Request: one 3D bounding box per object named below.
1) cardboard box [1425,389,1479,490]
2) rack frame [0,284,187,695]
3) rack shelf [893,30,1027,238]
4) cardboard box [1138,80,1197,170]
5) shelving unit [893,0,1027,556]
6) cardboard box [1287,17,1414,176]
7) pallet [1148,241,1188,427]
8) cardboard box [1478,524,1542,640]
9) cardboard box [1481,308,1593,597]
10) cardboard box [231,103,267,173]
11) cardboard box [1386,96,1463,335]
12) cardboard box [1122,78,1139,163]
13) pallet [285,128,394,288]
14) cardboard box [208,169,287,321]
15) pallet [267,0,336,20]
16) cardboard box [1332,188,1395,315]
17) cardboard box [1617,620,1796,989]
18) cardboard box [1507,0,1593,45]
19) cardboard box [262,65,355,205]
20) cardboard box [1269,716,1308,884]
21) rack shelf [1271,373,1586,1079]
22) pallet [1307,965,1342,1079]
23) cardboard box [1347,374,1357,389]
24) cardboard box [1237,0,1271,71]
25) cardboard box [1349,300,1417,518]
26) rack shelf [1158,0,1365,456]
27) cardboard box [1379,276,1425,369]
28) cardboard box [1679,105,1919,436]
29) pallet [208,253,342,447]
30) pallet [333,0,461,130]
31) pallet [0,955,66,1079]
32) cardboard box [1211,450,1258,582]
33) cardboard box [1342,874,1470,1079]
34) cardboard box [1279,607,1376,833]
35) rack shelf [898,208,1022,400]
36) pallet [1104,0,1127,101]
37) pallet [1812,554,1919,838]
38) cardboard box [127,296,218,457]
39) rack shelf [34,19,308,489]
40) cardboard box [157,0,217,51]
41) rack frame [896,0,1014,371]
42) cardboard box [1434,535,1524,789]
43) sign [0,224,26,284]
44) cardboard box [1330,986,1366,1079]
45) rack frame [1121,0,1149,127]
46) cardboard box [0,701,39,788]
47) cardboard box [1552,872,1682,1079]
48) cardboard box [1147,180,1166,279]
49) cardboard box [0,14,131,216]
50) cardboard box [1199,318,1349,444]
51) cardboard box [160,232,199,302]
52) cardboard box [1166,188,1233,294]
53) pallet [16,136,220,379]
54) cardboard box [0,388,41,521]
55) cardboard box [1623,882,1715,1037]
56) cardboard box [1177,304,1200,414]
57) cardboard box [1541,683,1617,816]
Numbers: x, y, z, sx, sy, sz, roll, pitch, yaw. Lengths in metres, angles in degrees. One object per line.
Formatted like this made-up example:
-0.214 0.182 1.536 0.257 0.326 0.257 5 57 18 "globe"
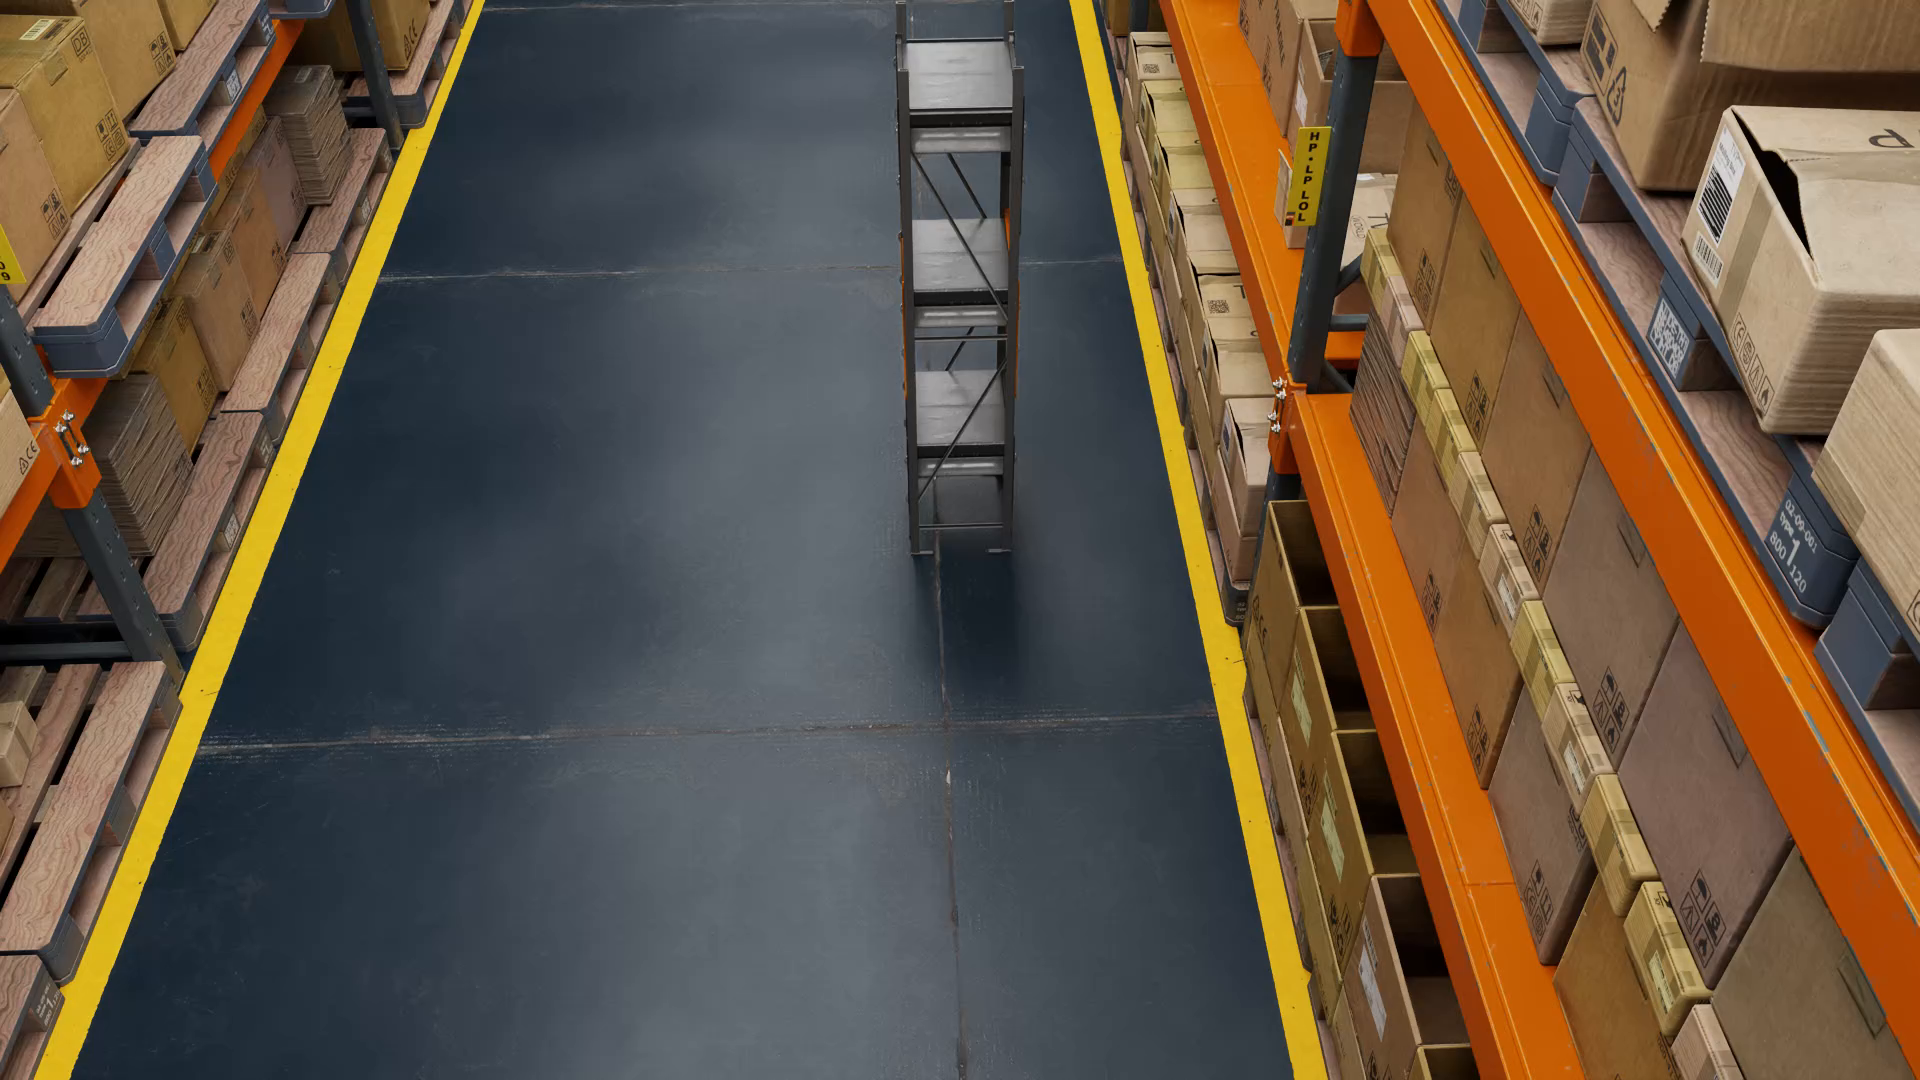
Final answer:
1.422 -0.260 4.260 0.380 0.149 0.250 -2 43 -2 "cardboard box"
-3.381 -0.547 5.127 1.000 3.000 0.127 -2 43 -2 "rack frame"
-0.007 -1.392 5.699 0.431 0.518 0.480 -2 43 -2 "rack shelf"
1.158 -2.024 8.047 0.500 0.311 0.500 -3 43 -3 "cardboard box"
-0.007 -0.886 6.162 0.431 2.100 0.503 -2 43 -2 "shelving unit"
1.529 -1.603 6.205 0.500 0.500 0.500 1 43 1 "cardboard box"
1.443 -0.986 7.669 1.003 0.211 1.213 -2 43 -2 "pallet"
1.445 0.089 3.879 0.380 0.149 0.250 -3 43 -3 "cardboard box"
1.636 -0.228 3.745 0.700 0.500 0.500 -2 43 -2 "cardboard box"
-3.507 -1.894 7.565 0.500 0.250 0.500 -1 43 -1 "cardboard box"
1.593 -0.908 4.486 0.700 0.500 0.500 -1 43 -2 "cardboard box"
1.127 -2.171 8.623 0.500 0.250 0.500 -2 43 -2 "cardboard box"
-3.519 -1.692 8.440 1.003 0.211 1.213 -2 43 -2 "pallet"
-3.513 -1.318 7.492 0.700 0.500 0.500 -2 43 -2 "cardboard box"
-3.414 -2.699 7.616 1.213 0.211 1.003 -2 43 -2 "pallet"
1.503 -0.968 5.697 0.500 0.250 0.500 1 43 1 "cardboard box"
1.678 0.447 3.008 0.700 0.500 0.500 -1 43 -2 "cardboard box"
1.349 -1.259 3.335 0.500 0.311 0.500 -4 43 -4 "cardboard box"
-3.468 -2.004 8.240 0.700 0.500 0.500 -1 43 -1 "cardboard box"
1.301 0.826 5.353 0.500 0.250 0.500 -2 43 -2 "cardboard box"
1.653 0.923 4.055 1.077 0.370 4.000 -2 43 -2 "rack shelf"
1.615 1.700 4.739 1.003 0.211 1.213 -2 43 -2 "pallet"
1.783 -0.664 6.564 0.500 0.311 0.500 -2 43 -2 "cardboard box"
1.486 -2.297 6.962 0.500 0.500 0.500 -4 43 -4 "cardboard box"
1.593 -0.429 4.925 0.700 0.500 0.500 -3 43 -3 "cardboard box"
1.483 -1.777 7.001 1.077 0.370 4.000 -2 43 -2 "rack shelf"
1.397 -0.612 4.643 0.380 0.149 0.250 -1 43 -1 "cardboard box"
1.402 -0.416 2.416 0.500 0.311 0.500 3 43 3 "cardboard box"
-3.471 -0.870 7.543 1.003 0.211 1.213 -2 43 -2 "pallet"
-3.509 -2.754 9.598 1.003 0.211 1.213 -2 43 -2 "pallet"
-3.263 1.759 4.675 1.003 0.211 1.213 -2 43 -2 "pallet"
1.261 -0.105 6.368 0.500 0.250 0.500 -2 43 -2 "cardboard box"
1.341 1.225 4.363 0.500 0.500 0.500 -2 43 -2 "cardboard box"
1.304 0.550 5.099 0.500 0.500 0.500 -2 43 -2 "cardboard box"
-0.007 -0.876 6.172 0.431 0.518 0.480 -2 43 -2 "rack shelf"
1.404 -2.869 9.724 1.003 0.211 1.213 -2 43 -2 "pallet"
1.734 0.457 1.877 1.003 0.211 1.213 -2 43 -2 "pallet"
-3.501 -0.632 6.744 0.700 0.500 0.500 -2 43 -3 "cardboard box"
-3.466 -1.632 6.843 1.077 0.370 4.000 -2 43 -2 "rack shelf"
-3.446 -2.289 6.628 0.700 0.500 0.500 -2 43 -2 "cardboard box"
-0.017 -1.051 6.342 0.400 2.100 0.015 -2 43 -2 "rack frame"
1.639 0.265 4.167 0.700 0.500 0.500 -1 43 -1 "cardboard box"
-2.839 -0.887 4.857 0.100 0.325 0.005 -2 43 -2 "sign"
1.344 1.501 4.616 0.500 0.250 0.500 -2 43 -2 "cardboard box"
1.398 -3.392 8.231 1.000 3.000 0.127 -2 43 -2 "rack frame"
-3.328 0.695 5.543 0.380 0.166 0.250 -7 43 -7 "cardboard box"
1.688 0.966 3.402 0.700 0.500 0.500 -1 43 -2 "cardboard box"
1.177 -1.481 7.870 0.500 0.250 0.500 -3 43 -3 "cardboard box"
-3.385 -1.468 5.732 0.700 0.500 0.500 2 43 3 "cardboard box"
1.236 -0.656 6.555 0.500 0.311 0.500 -1 43 -1 "cardboard box"
-3.477 -1.209 6.819 0.500 0.250 0.500 -3 43 -3 "cardboard box"
1.199 -1.332 7.293 0.500 0.311 0.500 -2 43 -2 "cardboard box"
-3.268 -0.997 5.759 1.003 0.211 1.213 -2 43 -2 "pallet"
-3.058 -0.188 4.832 0.500 0.250 0.500 -2 43 -2 "cardboard box"
1.488 0.784 3.121 0.380 0.149 0.250 0 43 0 "cardboard box"
1.219 -0.792 7.118 0.500 0.250 0.500 -1 43 -1 "cardboard box"
1.463 0.433 3.504 0.380 0.149 0.250 -2 43 -2 "cardboard box"
